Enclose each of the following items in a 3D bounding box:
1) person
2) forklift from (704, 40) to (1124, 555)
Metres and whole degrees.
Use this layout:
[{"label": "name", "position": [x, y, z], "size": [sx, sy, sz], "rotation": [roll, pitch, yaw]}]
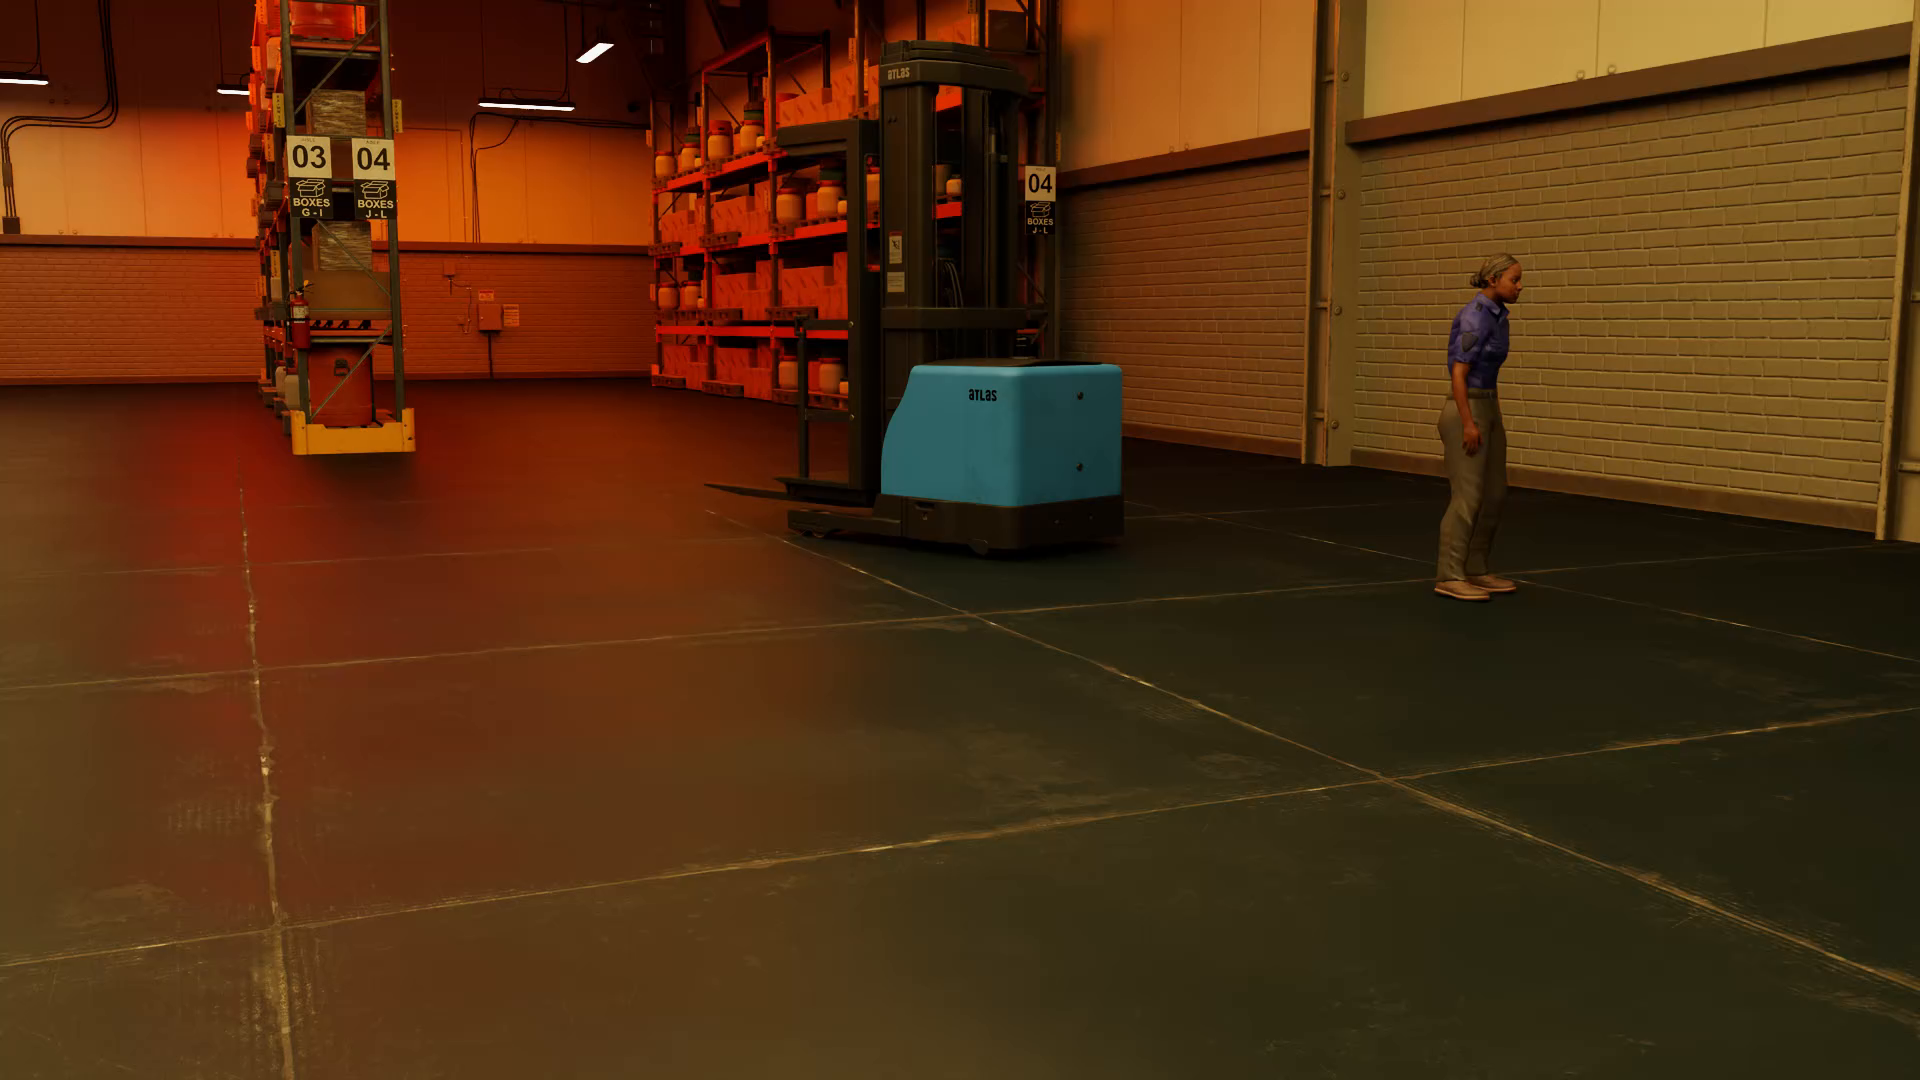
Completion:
[{"label": "person", "position": [2.518, -0.559, 8.069], "size": [0.348, 1.655, 0.532], "rotation": [6, 9, 36]}, {"label": "forklift", "position": [-0.436, -1.509, 10.383], "size": [3.031, 2.935, 1.130], "rotation": [7, 10, 44]}]
